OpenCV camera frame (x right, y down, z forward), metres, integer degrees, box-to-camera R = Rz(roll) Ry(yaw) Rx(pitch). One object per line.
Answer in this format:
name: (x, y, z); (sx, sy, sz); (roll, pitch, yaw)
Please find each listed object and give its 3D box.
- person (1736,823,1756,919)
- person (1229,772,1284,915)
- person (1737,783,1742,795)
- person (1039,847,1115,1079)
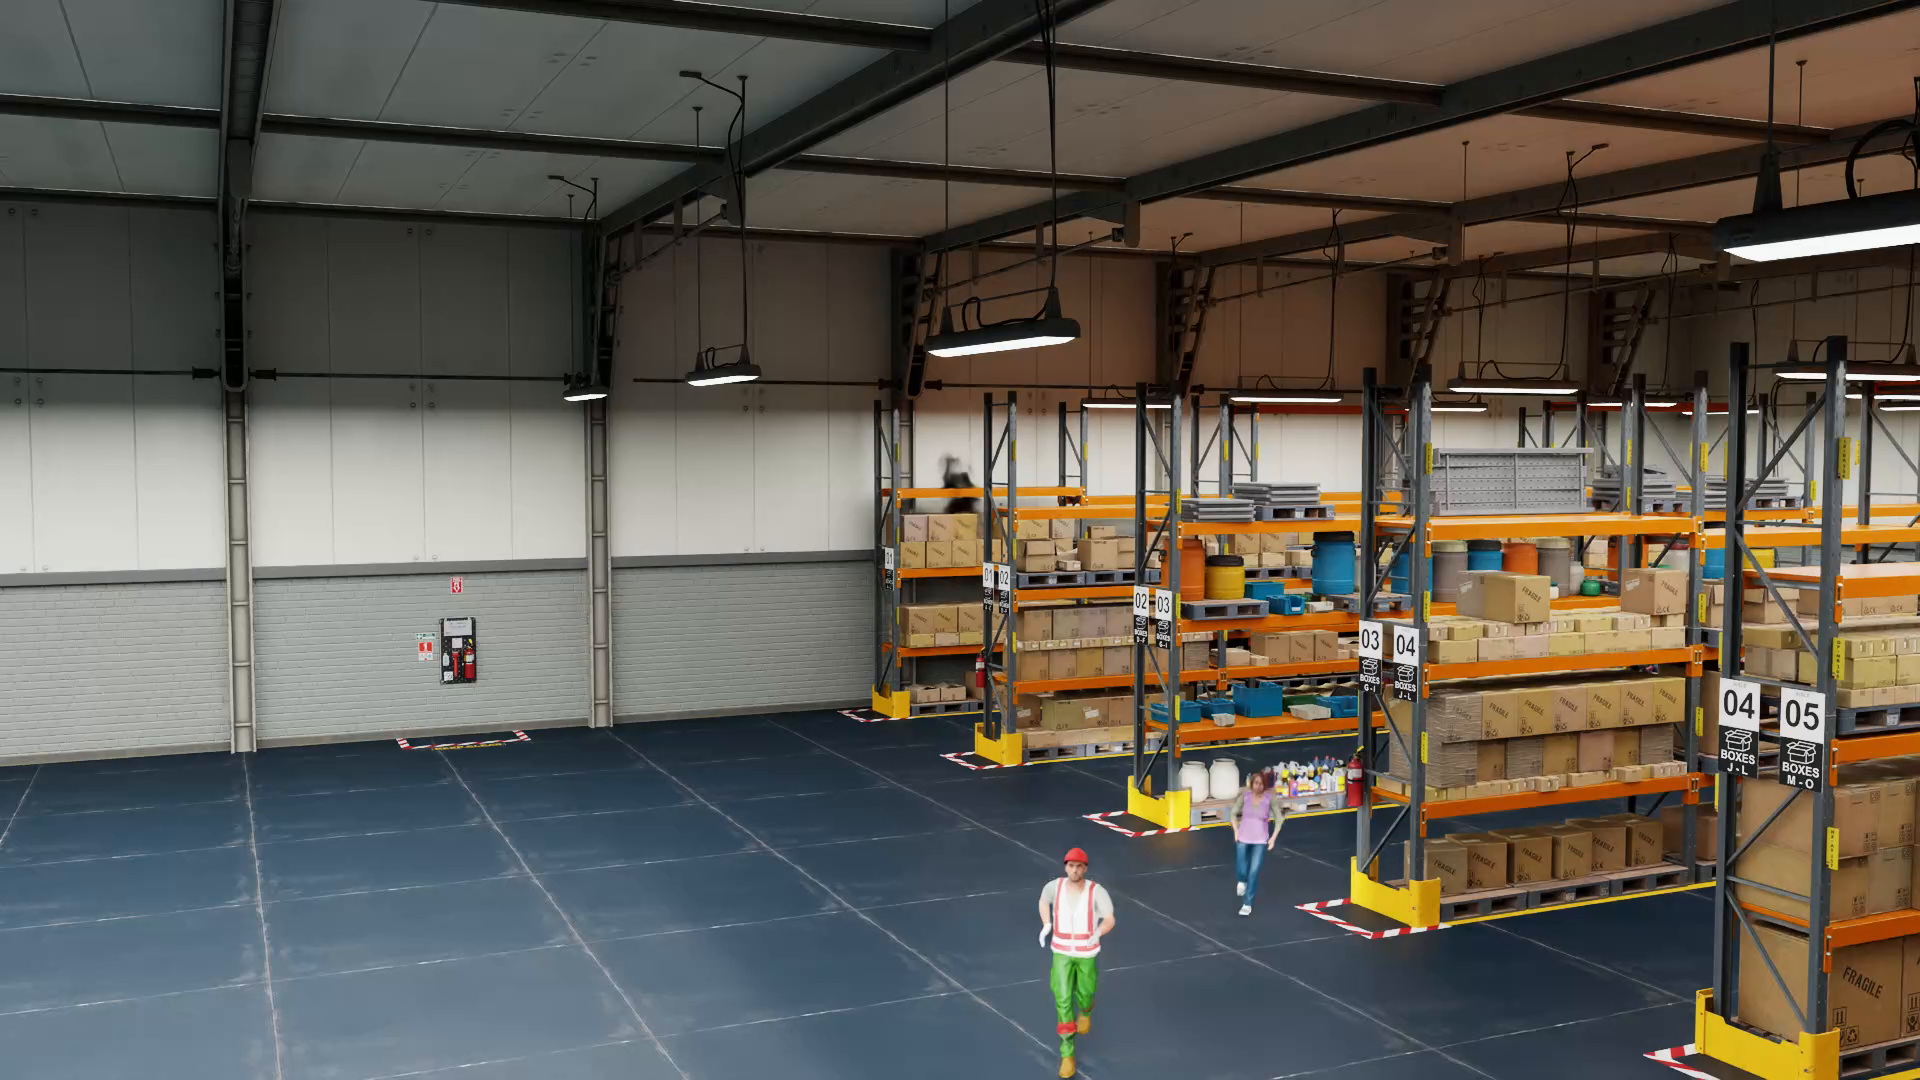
person: (8.022, 3.363, 16.698); (0.550, 1.624, 0.617); (-2, 4, -33)
person: (3.268, 3.318, 18.356); (0.591, 1.558, 0.641); (1, 3, 14)
person: (11.105, 2.891, 23.802); (0.833, 1.790, 0.685); (-2, 4, -32)
person: (0.964, 3.456, 13.906); (0.656, 1.792, 0.983); (1, 3, 10)
